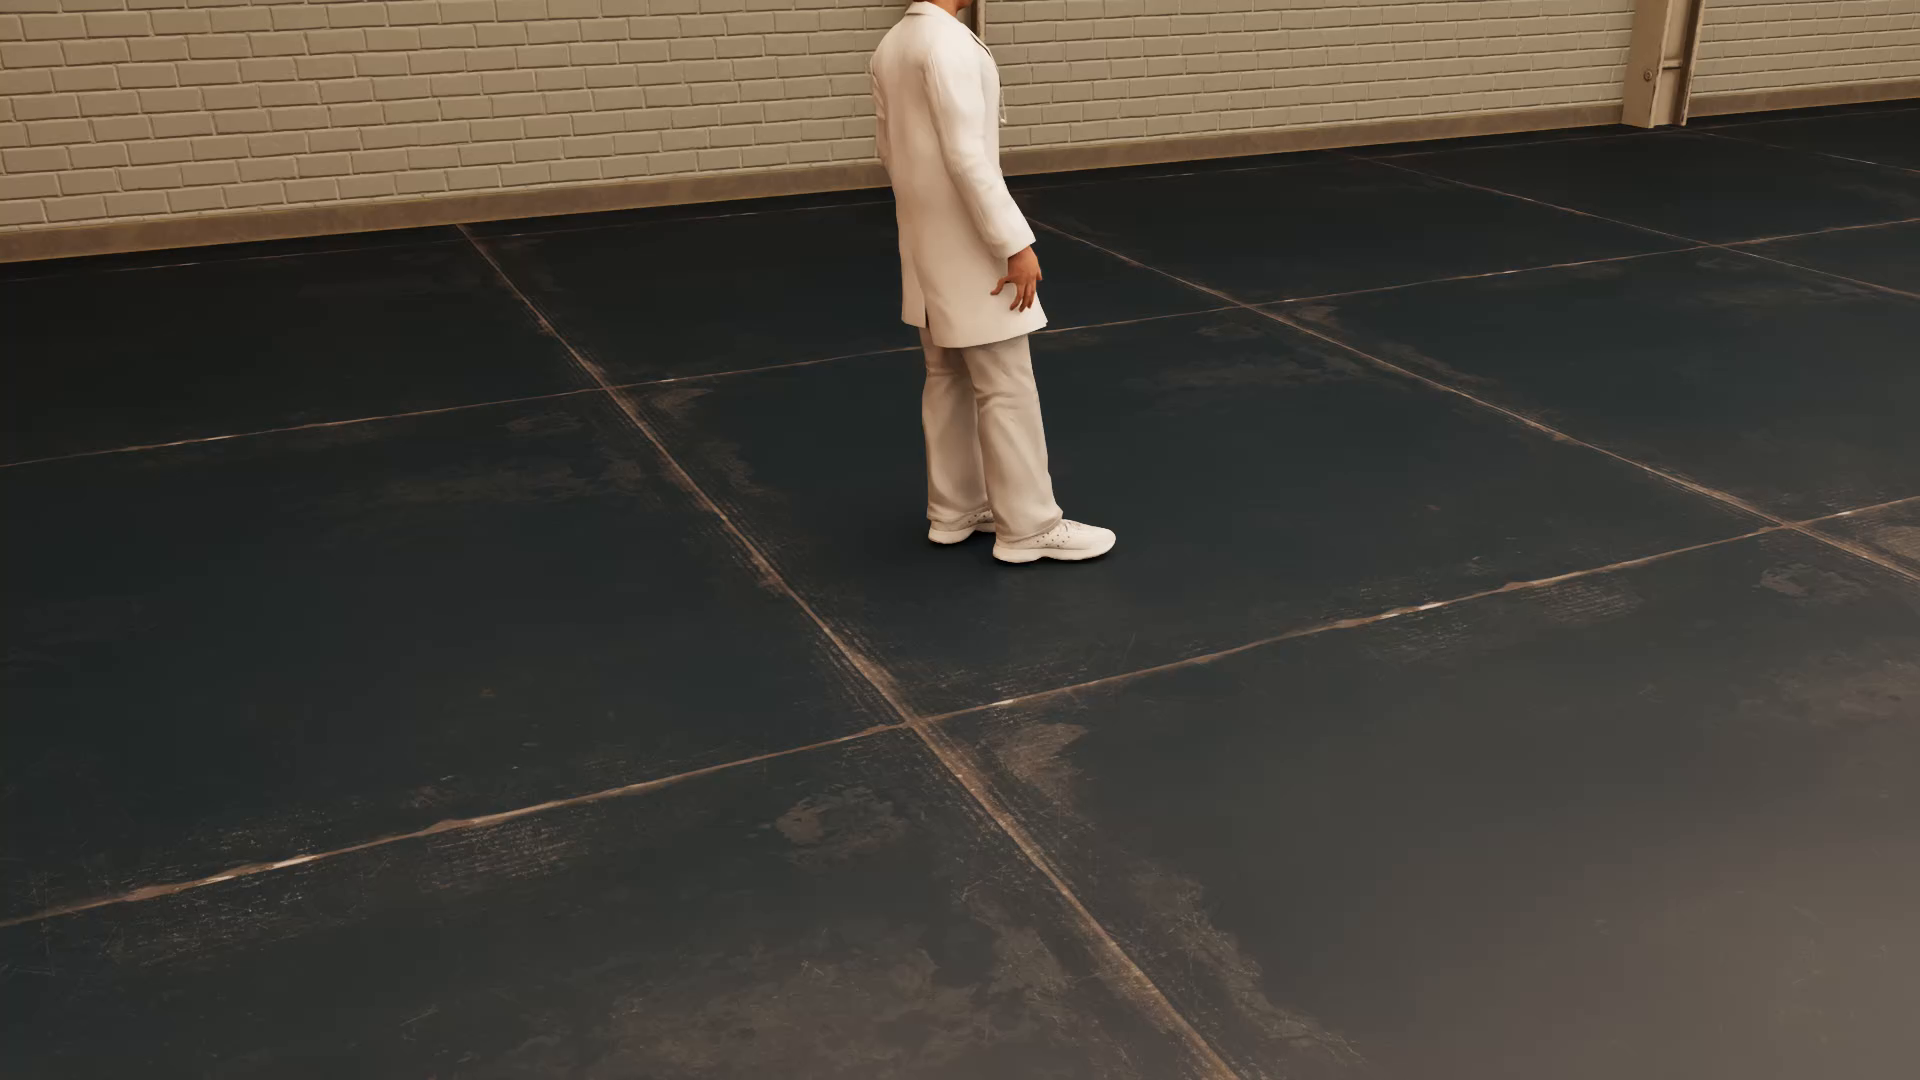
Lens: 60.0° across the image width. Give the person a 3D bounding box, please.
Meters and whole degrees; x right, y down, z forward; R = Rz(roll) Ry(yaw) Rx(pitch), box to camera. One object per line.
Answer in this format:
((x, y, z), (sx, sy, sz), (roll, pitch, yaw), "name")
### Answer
((0.084, -0.840, 4.794), (0.581, 1.775, 0.696), (-10, 25, -23), "person")
